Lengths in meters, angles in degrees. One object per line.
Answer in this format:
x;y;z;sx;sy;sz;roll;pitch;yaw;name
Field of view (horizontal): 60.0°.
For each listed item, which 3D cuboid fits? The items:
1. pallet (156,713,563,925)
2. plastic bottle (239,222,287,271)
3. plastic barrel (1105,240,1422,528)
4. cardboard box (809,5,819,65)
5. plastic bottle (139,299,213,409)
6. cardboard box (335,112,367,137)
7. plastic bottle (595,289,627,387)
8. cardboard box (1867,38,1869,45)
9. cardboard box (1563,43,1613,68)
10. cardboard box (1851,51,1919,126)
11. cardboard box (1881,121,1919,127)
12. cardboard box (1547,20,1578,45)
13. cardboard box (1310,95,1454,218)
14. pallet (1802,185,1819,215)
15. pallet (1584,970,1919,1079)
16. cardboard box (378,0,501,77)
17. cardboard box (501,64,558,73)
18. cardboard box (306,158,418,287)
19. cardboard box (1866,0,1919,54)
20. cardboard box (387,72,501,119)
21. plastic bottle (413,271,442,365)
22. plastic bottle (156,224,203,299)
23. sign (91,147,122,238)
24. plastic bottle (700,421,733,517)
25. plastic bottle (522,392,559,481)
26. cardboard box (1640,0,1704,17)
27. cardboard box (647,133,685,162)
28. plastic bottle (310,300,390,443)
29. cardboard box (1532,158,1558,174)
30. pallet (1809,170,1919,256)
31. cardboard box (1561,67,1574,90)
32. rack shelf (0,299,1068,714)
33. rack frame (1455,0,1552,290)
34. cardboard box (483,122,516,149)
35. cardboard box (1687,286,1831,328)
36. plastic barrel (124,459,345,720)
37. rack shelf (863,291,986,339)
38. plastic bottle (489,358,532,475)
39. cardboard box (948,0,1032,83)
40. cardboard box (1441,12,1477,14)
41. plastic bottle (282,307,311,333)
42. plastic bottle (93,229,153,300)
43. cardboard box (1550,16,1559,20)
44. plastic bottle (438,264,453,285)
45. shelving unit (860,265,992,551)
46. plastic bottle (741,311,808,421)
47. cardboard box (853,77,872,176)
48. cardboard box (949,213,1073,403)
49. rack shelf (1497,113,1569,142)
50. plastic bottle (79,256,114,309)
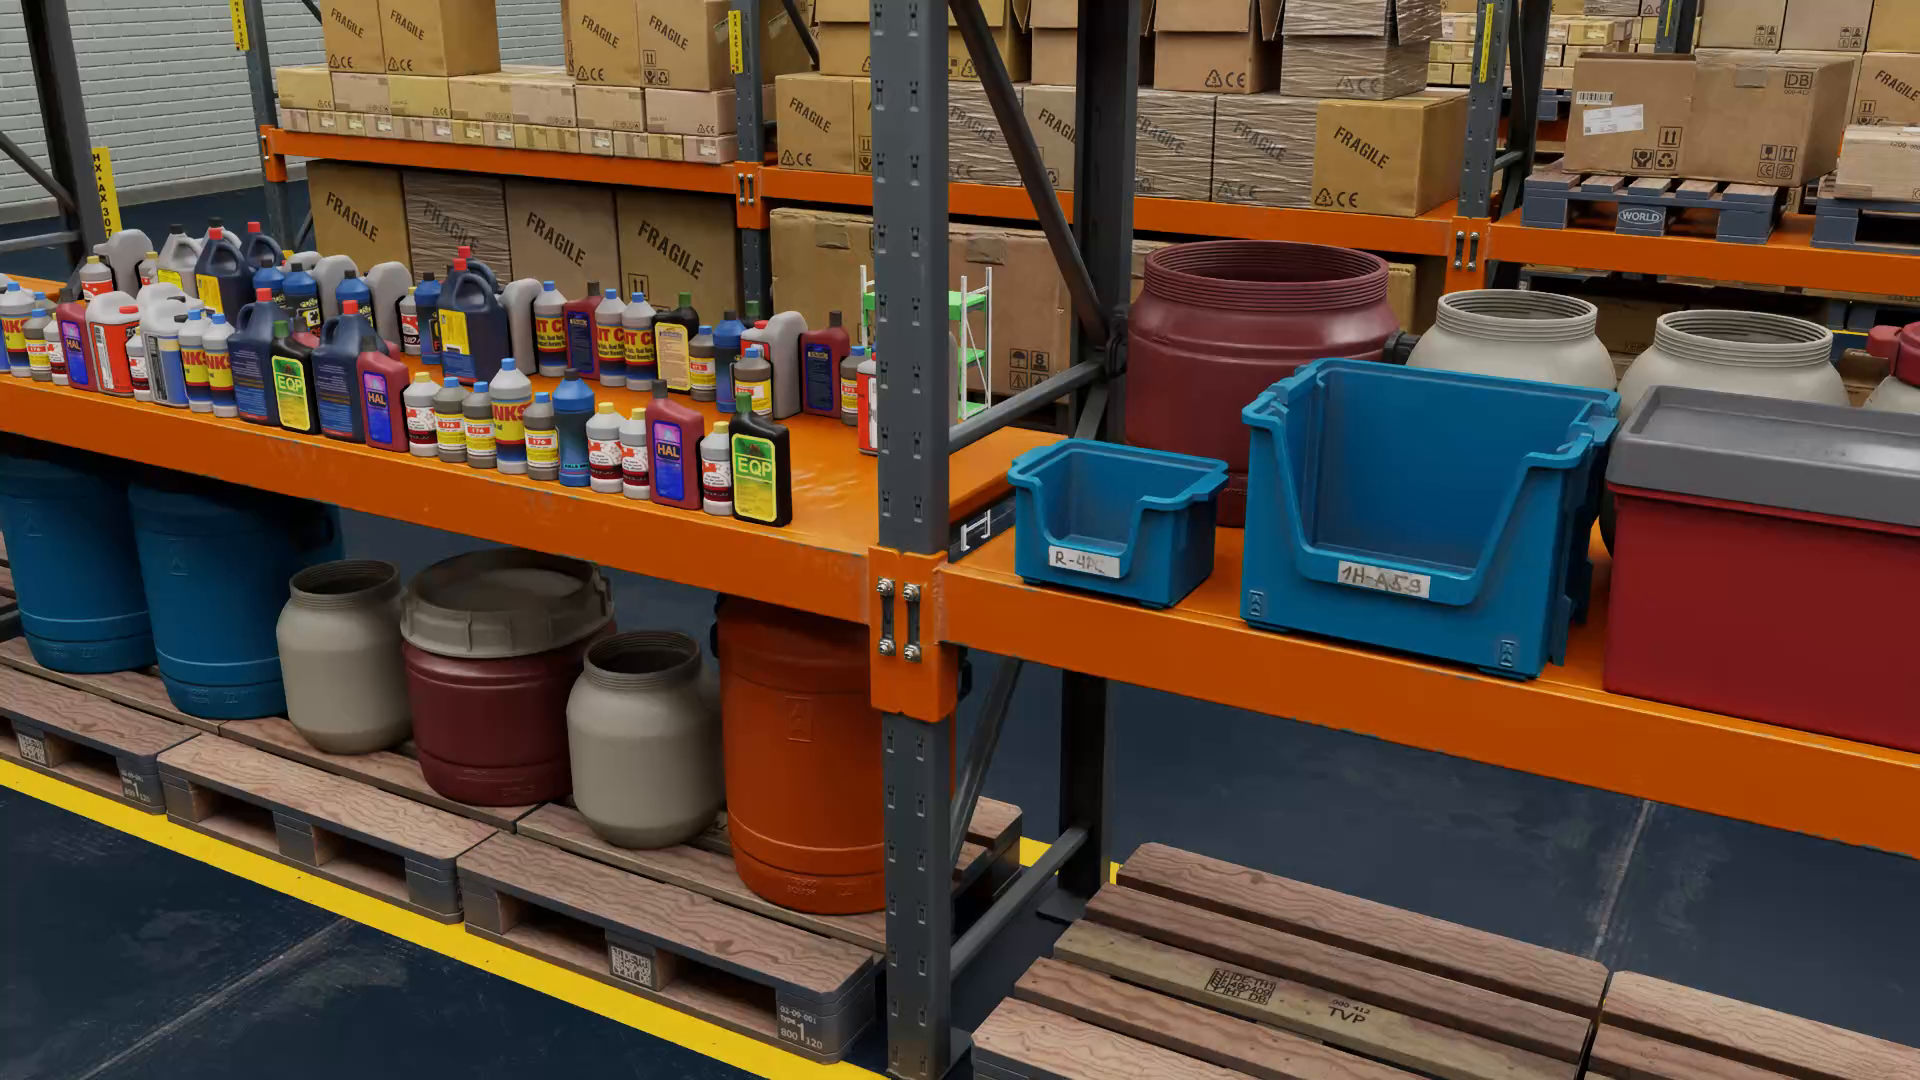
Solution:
-1.644;0.697;5.133;1.213;0.211;1.003;11;23;27;pallet
-2.243;-0.847;5.374;0.185;0.351;0.144;11;23;27;plastic bottle
0.678;-0.368;3.782;0.708;0.536;0.600;11;23;27;plastic barrel
-1.199;-4.505;14.802;0.500;0.500;0.500;11;23;27;cardboard box
-2.137;-0.515;4.569;0.135;0.276;0.152;11;23;27;plastic bottle
-3.846;-2.736;10.878;0.250;0.149;0.380;10;22;26;cardboard box
-0.989;-0.580;4.755;0.097;0.271;0.097;0;20;0;plastic bottle
8.244;-4.518;15.174;0.250;0.149;0.380;11;23;28;cardboard box
4.395;-3.391;11.632;0.250;0.149;0.380;11;23;28;cardboard box
6.194;-2.950;10.952;0.500;0.500;0.500;11;23;27;cardboard box
4.128;-1.703;7.243;0.258;0.266;0.396;10;22;26;cardboard box
4.179;-3.572;11.694;0.250;0.149;0.380;10;22;27;cardboard box
1.989;-1.821;7.840;0.500;0.500;0.500;12;23;29;cardboard box
8.055;-3.275;16.084;1.213;0.211;1.003;11;23;27;pallet
1.844;1.363;3.298;1.213;0.211;1.003;11;23;27;pallet
-3.264;-3.191;10.446;0.500;0.500;0.500;10;22;26;cardboard box
-3.004;-2.995;11.007;0.500;0.250;0.500;10;22;25;cardboard box
-3.845;-2.212;11.565;0.875;0.875;0.875;11;23;27;cardboard box
6.326;-3.497;10.993;0.500;0.500;0.700;10;22;26;cardboard box
-3.262;-2.836;10.569;0.500;0.250;0.500;10;22;26;cardboard box
-1.584;-0.670;5.002;0.097;0.271;0.097;0;20;0;plastic bottle
-2.475;-0.835;5.341;0.185;0.351;0.144;11;23;27;plastic bottle
-3.097;-1.250;6.007;0.005;0.325;0.100;11;23;27;sign
-0.528;-0.163;3.707;0.097;0.201;0.097;0;20;0;plastic bottle
-0.984;-0.250;3.947;0.097;0.201;0.097;0;20;0;plastic bottle
6.795;-5.241;15.803;0.500;0.500;0.500;10;22;26;cardboard box
-1.602;-2.309;9.700;0.250;0.149;0.380;11;23;28;cardboard box
-1.552;-0.437;4.245;0.185;0.351;0.144;11;23;27;plastic bottle
4.323;-2.636;12.184;0.500;0.250;0.500;10;22;26;cardboard box
4.289;-1.359;6.993;1.213;0.211;1.003;11;23;27;pallet
4.393;-3.250;11.679;0.250;0.149;0.380;11;23;28;cardboard box
-1.621;-0.286;4.809;4.000;0.370;1.077;11;23;27;rack shelf
2.541;-1.766;7.835;0.127;3.000;1.000;11;23;27;rack frame
-2.721;-2.523;10.289;0.250;0.149;0.380;11;23;28;cardboard box
3.609;-0.963;7.541;0.500;0.250;0.500;14;24;33;cardboard box
-2.282;0.046;5.302;0.708;0.901;0.600;11;23;27;plastic barrel
-0.144;-0.983;7.095;0.480;0.148;0.258;11;23;27;rack shelf
-1.069;-0.299;3.979;0.097;0.271;0.097;0;20;0;plastic bottle
0.204;-2.728;8.870;0.637;0.503;0.797;11;23;28;cardboard box
5.025;-5.219;16.840;0.500;0.250;0.500;11;23;28;cardboard box
-1.809;-0.496;4.523;0.097;0.271;0.097;0;20;0;plastic bottle
-2.865;-0.929;5.709;0.135;0.276;0.152;11;23;27;plastic bottle
4.291;-3.805;12.337;0.250;0.149;0.380;11;23;27;cardboard box
-1.561;-0.702;5.073;0.133;0.283;0.061;11;23;27;plastic bottle
-0.144;-0.592;7.236;0.503;1.200;0.258;11;23;27;shelving unit
-0.499;-0.478;4.467;0.135;0.276;0.152;11;23;27;plastic bottle
-0.232;-2.244;9.006;0.500;0.500;0.500;11;23;27;cardboard box
0.398;-1.381;9.273;0.875;0.875;1.225;10;22;25;cardboard box
3.302;-3.220;12.899;4.000;0.370;1.077;11;23;27;rack shelf
-2.909;-0.854;5.611;0.097;0.201;0.097;0;20;0;plastic bottle
